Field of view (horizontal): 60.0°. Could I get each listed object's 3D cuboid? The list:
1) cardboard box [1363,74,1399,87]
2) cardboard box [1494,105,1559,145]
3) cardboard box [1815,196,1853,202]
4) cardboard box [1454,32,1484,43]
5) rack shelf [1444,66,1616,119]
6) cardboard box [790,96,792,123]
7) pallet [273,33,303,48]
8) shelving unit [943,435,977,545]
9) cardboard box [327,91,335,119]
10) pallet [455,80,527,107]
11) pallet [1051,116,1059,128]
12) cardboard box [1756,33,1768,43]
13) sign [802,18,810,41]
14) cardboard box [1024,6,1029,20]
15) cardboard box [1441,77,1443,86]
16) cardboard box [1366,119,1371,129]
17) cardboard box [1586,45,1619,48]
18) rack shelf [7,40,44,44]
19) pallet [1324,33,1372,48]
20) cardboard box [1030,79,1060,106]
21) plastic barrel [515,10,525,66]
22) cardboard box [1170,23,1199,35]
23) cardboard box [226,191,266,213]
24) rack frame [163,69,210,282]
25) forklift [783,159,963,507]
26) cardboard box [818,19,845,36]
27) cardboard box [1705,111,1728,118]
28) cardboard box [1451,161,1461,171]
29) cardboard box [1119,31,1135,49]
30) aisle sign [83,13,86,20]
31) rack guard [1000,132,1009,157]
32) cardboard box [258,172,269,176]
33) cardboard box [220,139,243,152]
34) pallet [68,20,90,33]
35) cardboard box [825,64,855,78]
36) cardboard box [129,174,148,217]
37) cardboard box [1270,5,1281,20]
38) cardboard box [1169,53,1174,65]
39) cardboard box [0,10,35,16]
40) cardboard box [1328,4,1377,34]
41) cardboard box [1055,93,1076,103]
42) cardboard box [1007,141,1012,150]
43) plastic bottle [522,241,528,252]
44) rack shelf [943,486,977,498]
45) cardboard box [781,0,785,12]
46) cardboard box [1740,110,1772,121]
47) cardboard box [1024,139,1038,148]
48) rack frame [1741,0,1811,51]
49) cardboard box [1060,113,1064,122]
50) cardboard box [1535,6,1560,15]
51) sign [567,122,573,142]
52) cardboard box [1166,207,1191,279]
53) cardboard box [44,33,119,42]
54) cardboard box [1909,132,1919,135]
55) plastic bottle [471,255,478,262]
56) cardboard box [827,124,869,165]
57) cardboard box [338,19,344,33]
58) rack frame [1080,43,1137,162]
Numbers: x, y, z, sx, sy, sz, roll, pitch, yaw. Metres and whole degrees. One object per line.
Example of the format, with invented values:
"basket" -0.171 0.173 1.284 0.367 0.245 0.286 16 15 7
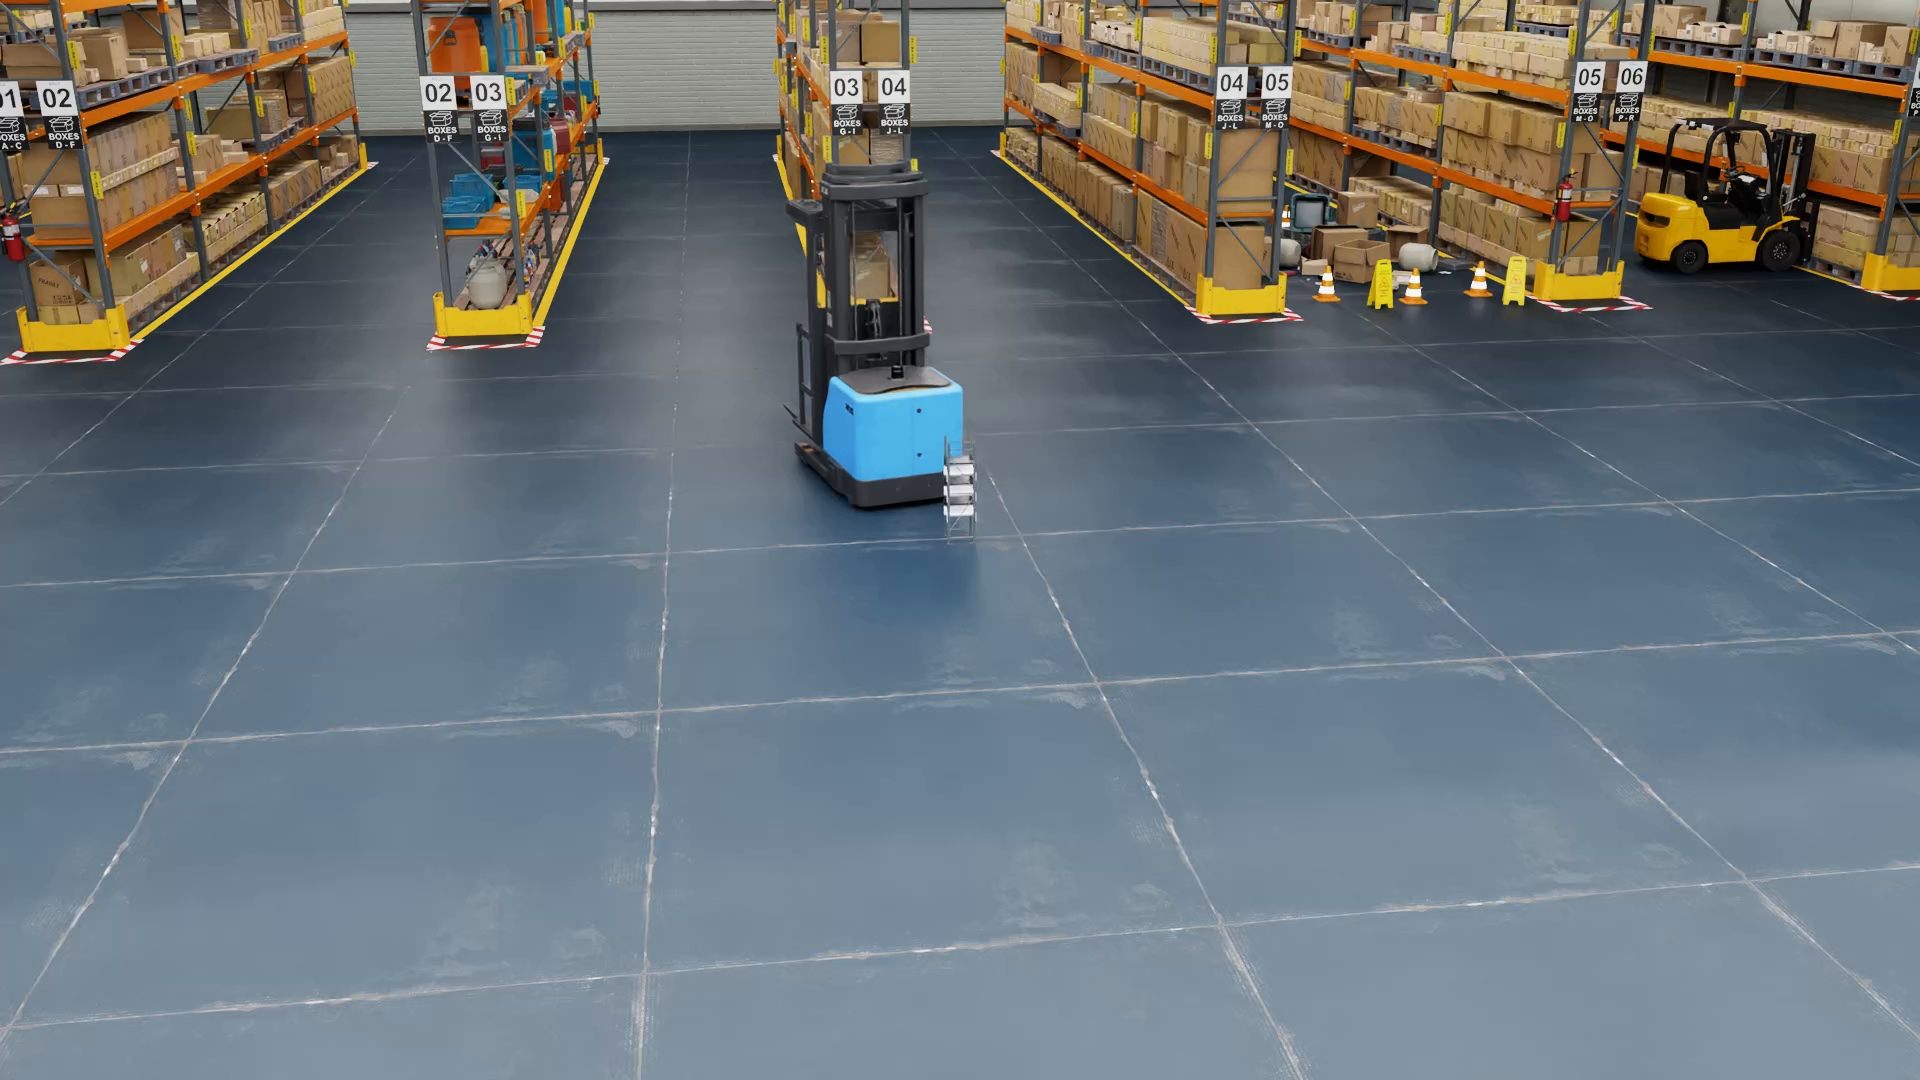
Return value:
"cardboard box" 7.690 -8.269 30.496 0.500 0.500 0.500 -4 21 -10
"cardboard box" 8.142 -5.968 23.910 0.700 0.500 0.500 -3 21 -8
"cardboard box" 13.497 -5.129 25.563 0.500 0.250 0.500 -3 21 -9
"cardboard box" 7.818 -7.721 25.533 0.380 0.149 0.250 -3 21 -9
"rack shelf" 8.384 -6.561 24.237 1.077 0.370 4.000 -3 21 -8
"cardboard box" -2.972 -8.156 31.624 0.500 0.500 0.500 -3 21 -8
"pallet" -12.643 -9.045 30.127 1.213 0.211 1.003 -3 21 -8
"shelving unit" -0.001 -0.424 14.066 0.258 0.900 0.210 -3 21 -8
"cardboard box" -12.618 -8.545 32.663 0.500 0.500 0.500 -3 21 -8
"pallet" -6.058 -5.659 21.063 1.003 0.211 1.213 -3 21 -8
"pallet" 2.309 -7.879 31.299 1.003 0.211 1.213 -3 21 -8
"cardboard box" 13.079 -8.272 27.405 0.380 0.149 0.250 -3 21 -8
"sign" -2.260 -7.488 24.389 0.100 0.325 0.005 -3 21 -8
"cardboard box" 1.597 -10.748 33.918 0.500 0.250 0.500 -2 21 -6
"cardboard box" 11.149 -10.316 37.338 0.500 0.250 0.500 -3 21 -7
"cardboard box" 7.383 -7.331 29.315 0.380 0.149 0.250 -4 21 -11
"cardboard box" 8.771 -6.681 22.750 0.380 0.149 0.250 -3 21 -8
"rack shelf" -17.857 -9.467 32.016 1.077 0.370 4.000 -3 21 -8
"pallet" 7.374 -9.107 30.296 1.213 0.211 1.003 -2 21 -5
"cardboard box" 1.709 -9.010 33.484 0.500 0.500 0.500 -3 21 -8
"plastic barrel" -7.191 -7.905 26.194 0.600 0.830 0.708 -3 21 -8
"cardboard box" 3.147 -7.135 23.223 0.380 0.149 0.250 -3 21 -8
"cardboard box" -11.772 -5.575 27.383 0.500 0.311 0.500 -2 21 -6
"rack frame" -11.514 -5.187 23.817 1.000 3.000 0.127 -3 21 -8
"forklift" -0.976 -2.149 15.780 1.130 2.935 3.031 -8 22 -20
"cardboard box" -1.817 -7.830 25.858 0.797 0.503 0.637 -2 21 -6
"cardboard box" 12.700 -7.071 27.790 0.380 0.149 0.250 -3 21 -8
"cardboard box" 7.911 -5.858 25.971 0.380 0.149 0.250 -2 21 -6
"cardboard box" 2.816 -7.896 26.253 0.500 0.250 0.500 -3 21 -8
"aisle sign" -17.859 -10.349 33.921 0.394 0.787 0.004 -3 21 -8
"rack guard" 1.493 -8.858 37.219 1.175 0.500 0.348 -3 21 -8
"cardboard box" -12.614 -6.280 29.686 0.500 0.500 0.500 -4 21 -10
"cardboard box" -12.082 -6.402 27.198 0.500 0.311 0.500 -2 21 -4
"pallet" -18.028 -10.198 33.073 1.003 0.211 1.213 -3 21 -8
"cardboard box" -1.553 -6.088 21.586 0.380 0.149 0.250 -4 21 -10
"cardboard box" -11.218 -4.547 21.961 0.700 0.500 0.500 -2 21 -6
"cardboard box" 6.534 -10.746 33.862 0.396 0.266 0.258 -2 21 -6
"cardboard box" 3.147 -6.762 23.362 0.380 0.149 0.250 -3 21 -7
"cardboard box" -17.394 -9.897 30.539 0.500 0.500 0.500 -3 21 -8
"cardboard box" 7.188 -9.552 30.474 0.700 0.500 0.500 -4 21 -10
"cardboard box" 1.968 -8.144 30.642 0.380 0.149 0.250 -3 21 -8
"cardboard box" 1.241 -8.719 36.748 0.380 0.149 0.250 -2 21 -7
"plastic bottle" -6.377 -4.185 24.292 0.144 0.351 0.185 -3 21 -8
"rack shelf" -0.001 -0.393 14.078 0.258 0.077 0.200 -3 21 -8
"cardboard box" -3.351 -11.158 34.630 0.700 0.500 0.500 -4 21 -10
"cardboard box" 12.759 -6.802 26.645 0.380 0.149 0.250 -2 21 -7
"cardboard box" 1.540 -8.276 34.711 0.380 0.149 0.250 -4 21 -10
"rack frame" 13.007 -9.247 26.114 1.000 3.000 0.127 -3 21 -8
"cardboard box" 2.038 -7.687 30.270 0.380 0.149 0.250 -3 21 -7
"cardboard box" 11.629 -10.485 32.906 0.380 0.149 0.250 -3 21 -9
"sign" -6.645 -6.927 28.243 0.100 0.325 0.005 -3 21 -8
"cardboard box" 3.496 -4.253 23.753 0.875 0.875 0.875 -3 21 -9
"cardboard box" -11.402 -6.327 21.633 0.797 0.503 0.637 -1 20 -2
"cardboard box" 13.770 -5.764 23.868 0.380 0.149 0.250 -2 21 -6
"plastic bottle" -6.791 -3.824 23.323 0.144 0.351 0.185 -2 21 -6
"cardboard box" -1.458 -5.133 21.676 0.500 0.500 0.500 -3 21 -8
"cardboard box" -12.909 -10.512 34.002 0.500 0.250 0.500 -3 21 -8
"rack frame" 2.635 -7.286 29.436 1.000 3.000 0.127 -3 21 -8
